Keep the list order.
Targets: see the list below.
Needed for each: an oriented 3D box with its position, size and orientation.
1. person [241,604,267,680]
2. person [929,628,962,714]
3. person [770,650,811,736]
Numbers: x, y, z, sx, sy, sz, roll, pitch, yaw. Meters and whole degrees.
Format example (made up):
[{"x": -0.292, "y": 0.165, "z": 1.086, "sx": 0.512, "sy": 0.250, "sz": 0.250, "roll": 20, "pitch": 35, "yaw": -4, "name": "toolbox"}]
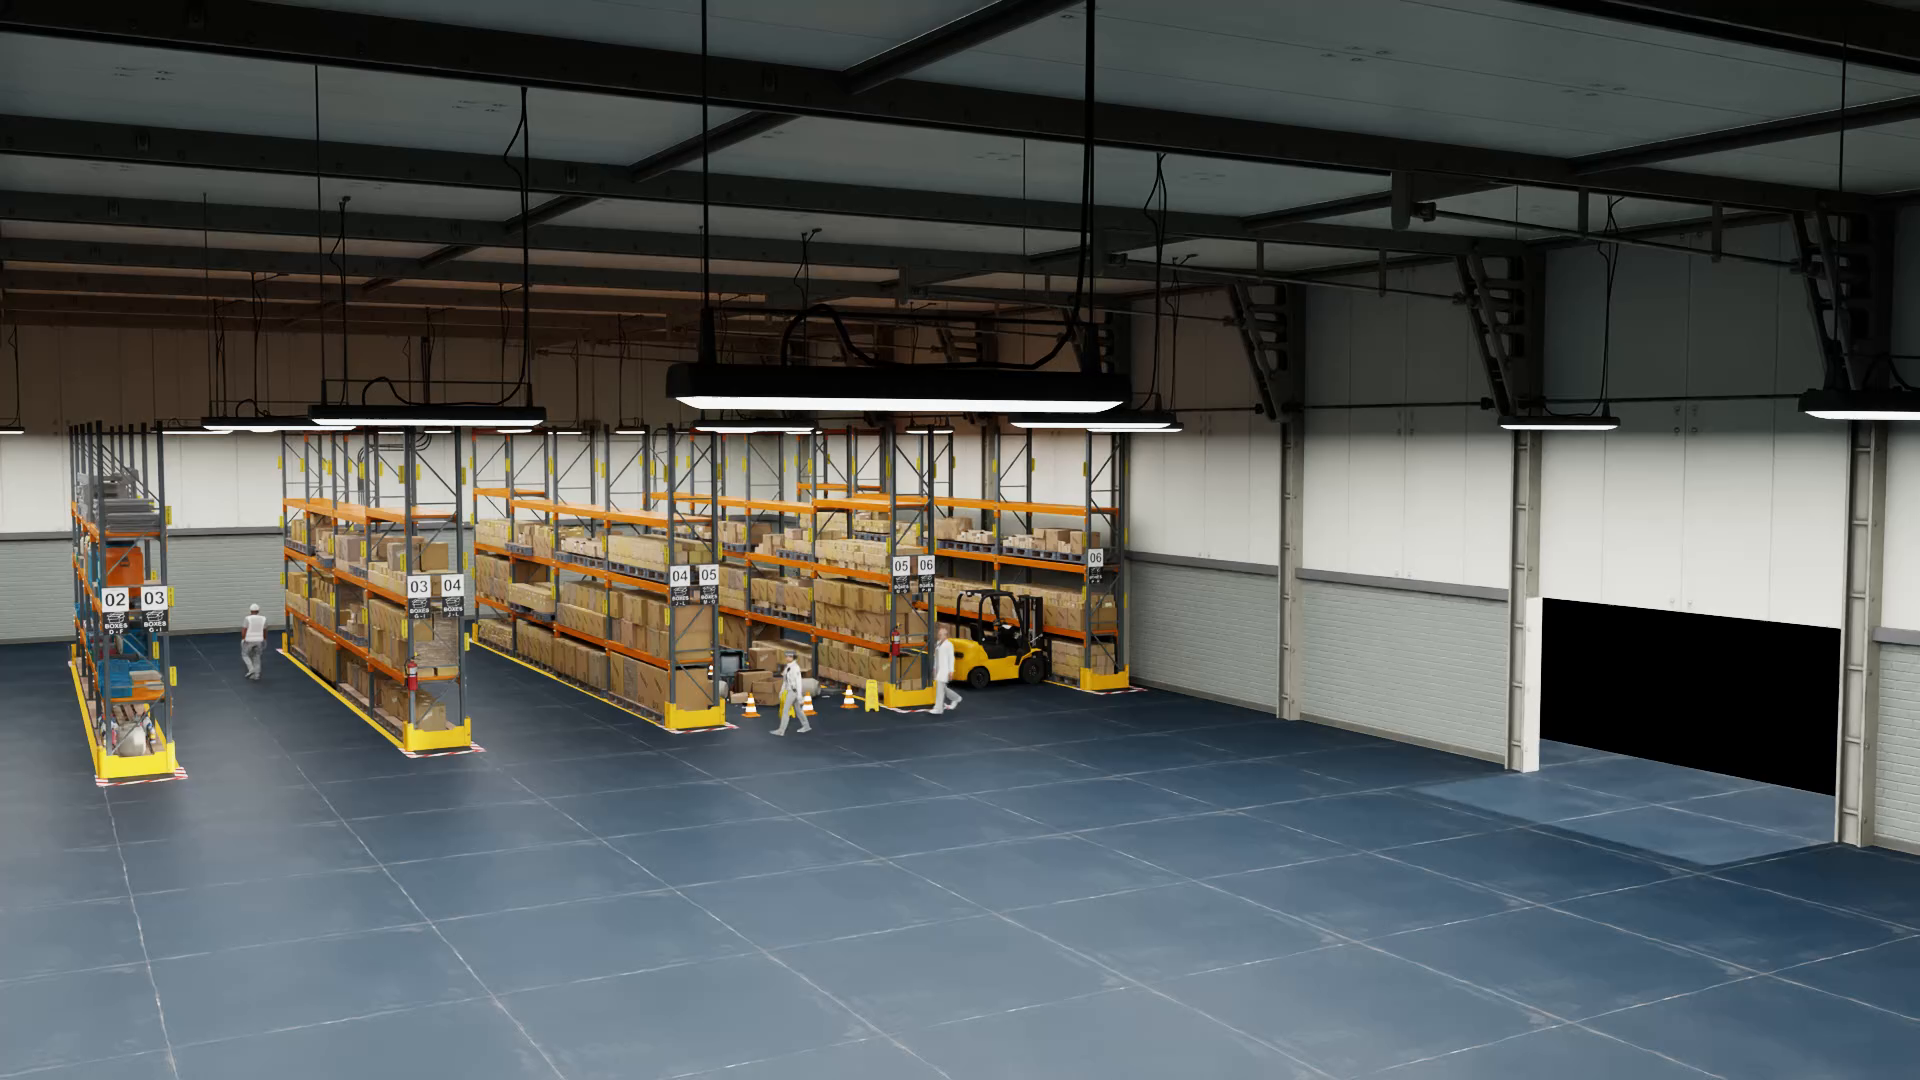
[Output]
[{"x": -16.647, "y": 2.399, "z": 39.233, "sx": 0.598, "sy": 1.780, "sz": 0.477, "roll": -3, "pitch": 5, "yaw": -41, "name": "person"}, {"x": -0.301, "y": 2.710, "z": 34.544, "sx": 0.916, "sy": 1.760, "sz": 0.628, "roll": -2, "pitch": 4, "yaw": -30, "name": "person"}, {"x": -3.276, "y": 2.922, "z": 31.989, "sx": 0.866, "sy": 1.632, "sz": 0.491, "roll": -1, "pitch": 4, "yaw": -20, "name": "person"}]
